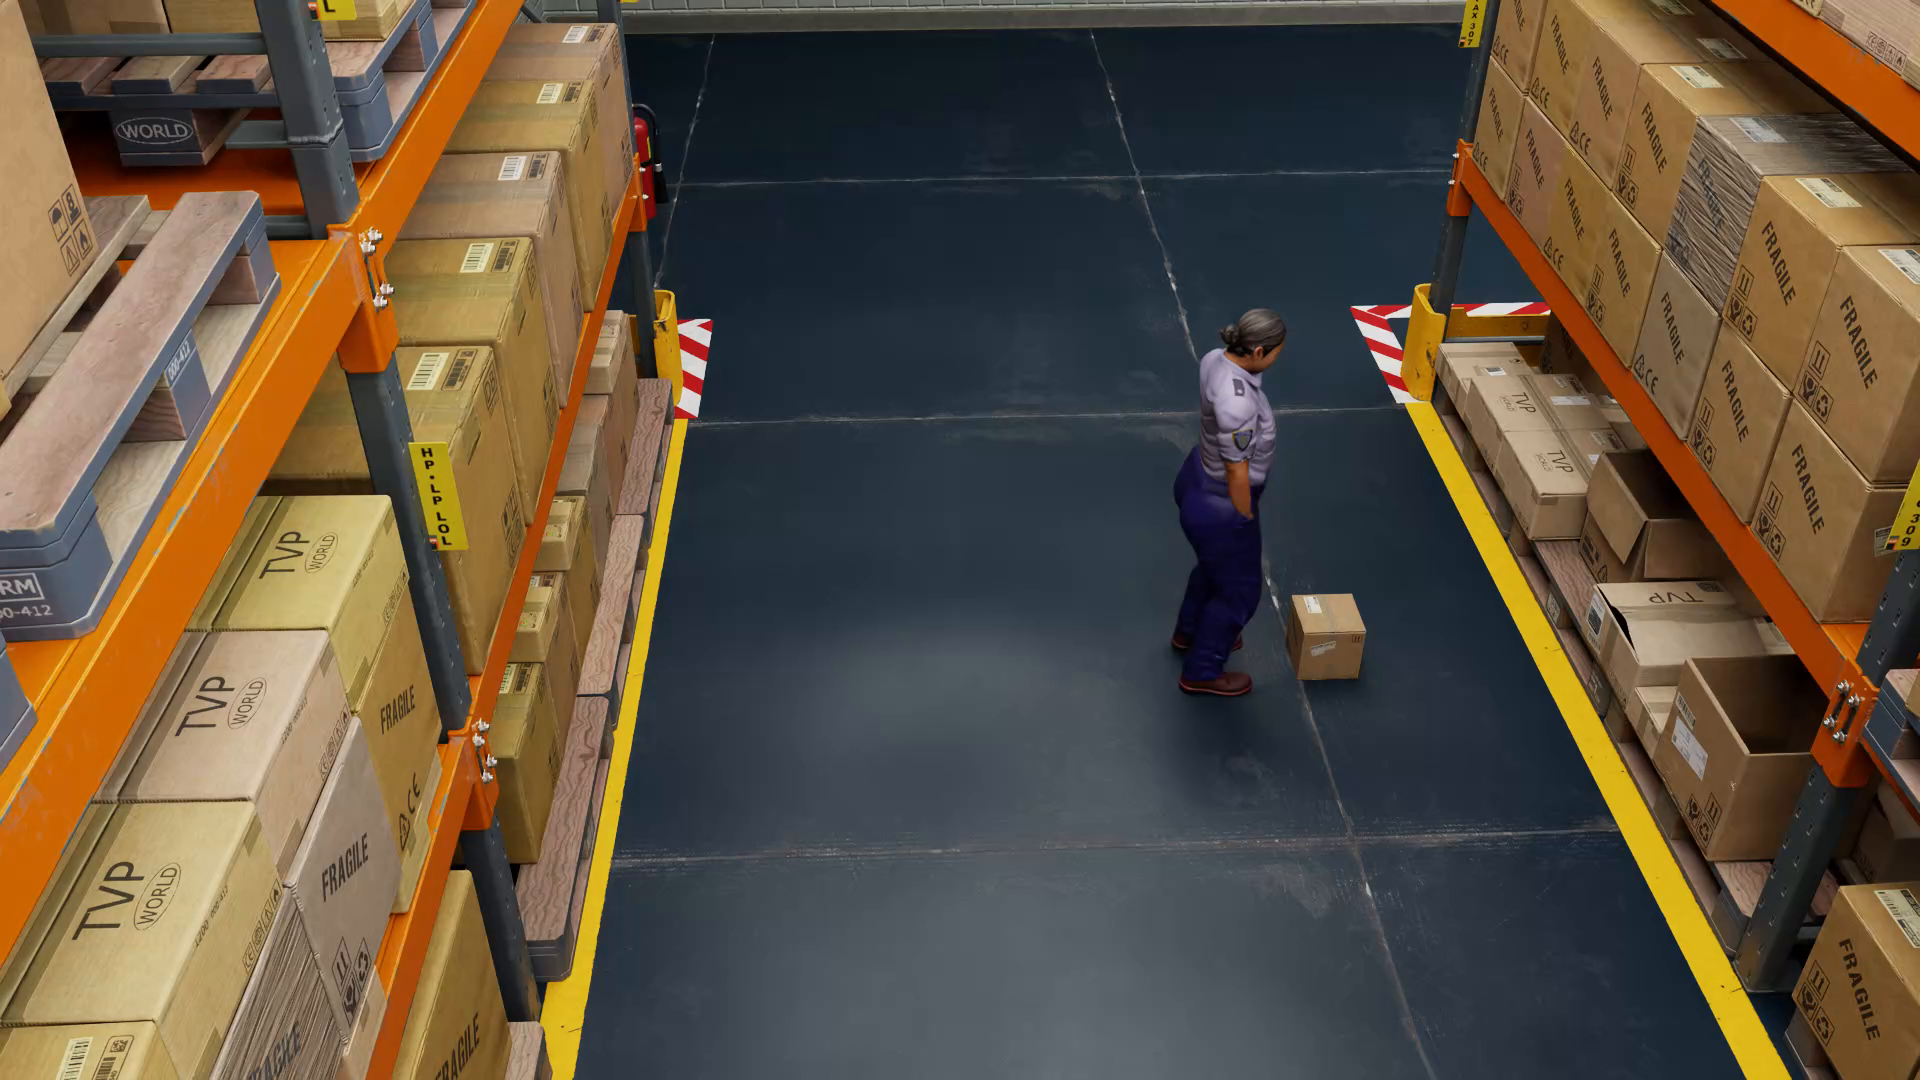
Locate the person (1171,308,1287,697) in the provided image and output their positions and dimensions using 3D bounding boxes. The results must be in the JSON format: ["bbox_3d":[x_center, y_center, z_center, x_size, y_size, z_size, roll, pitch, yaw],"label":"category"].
[{"bbox_3d":[1.008,-0.156,6.406,0.357,1.626,0.486,-1,35,-1],"label":"person"}]
